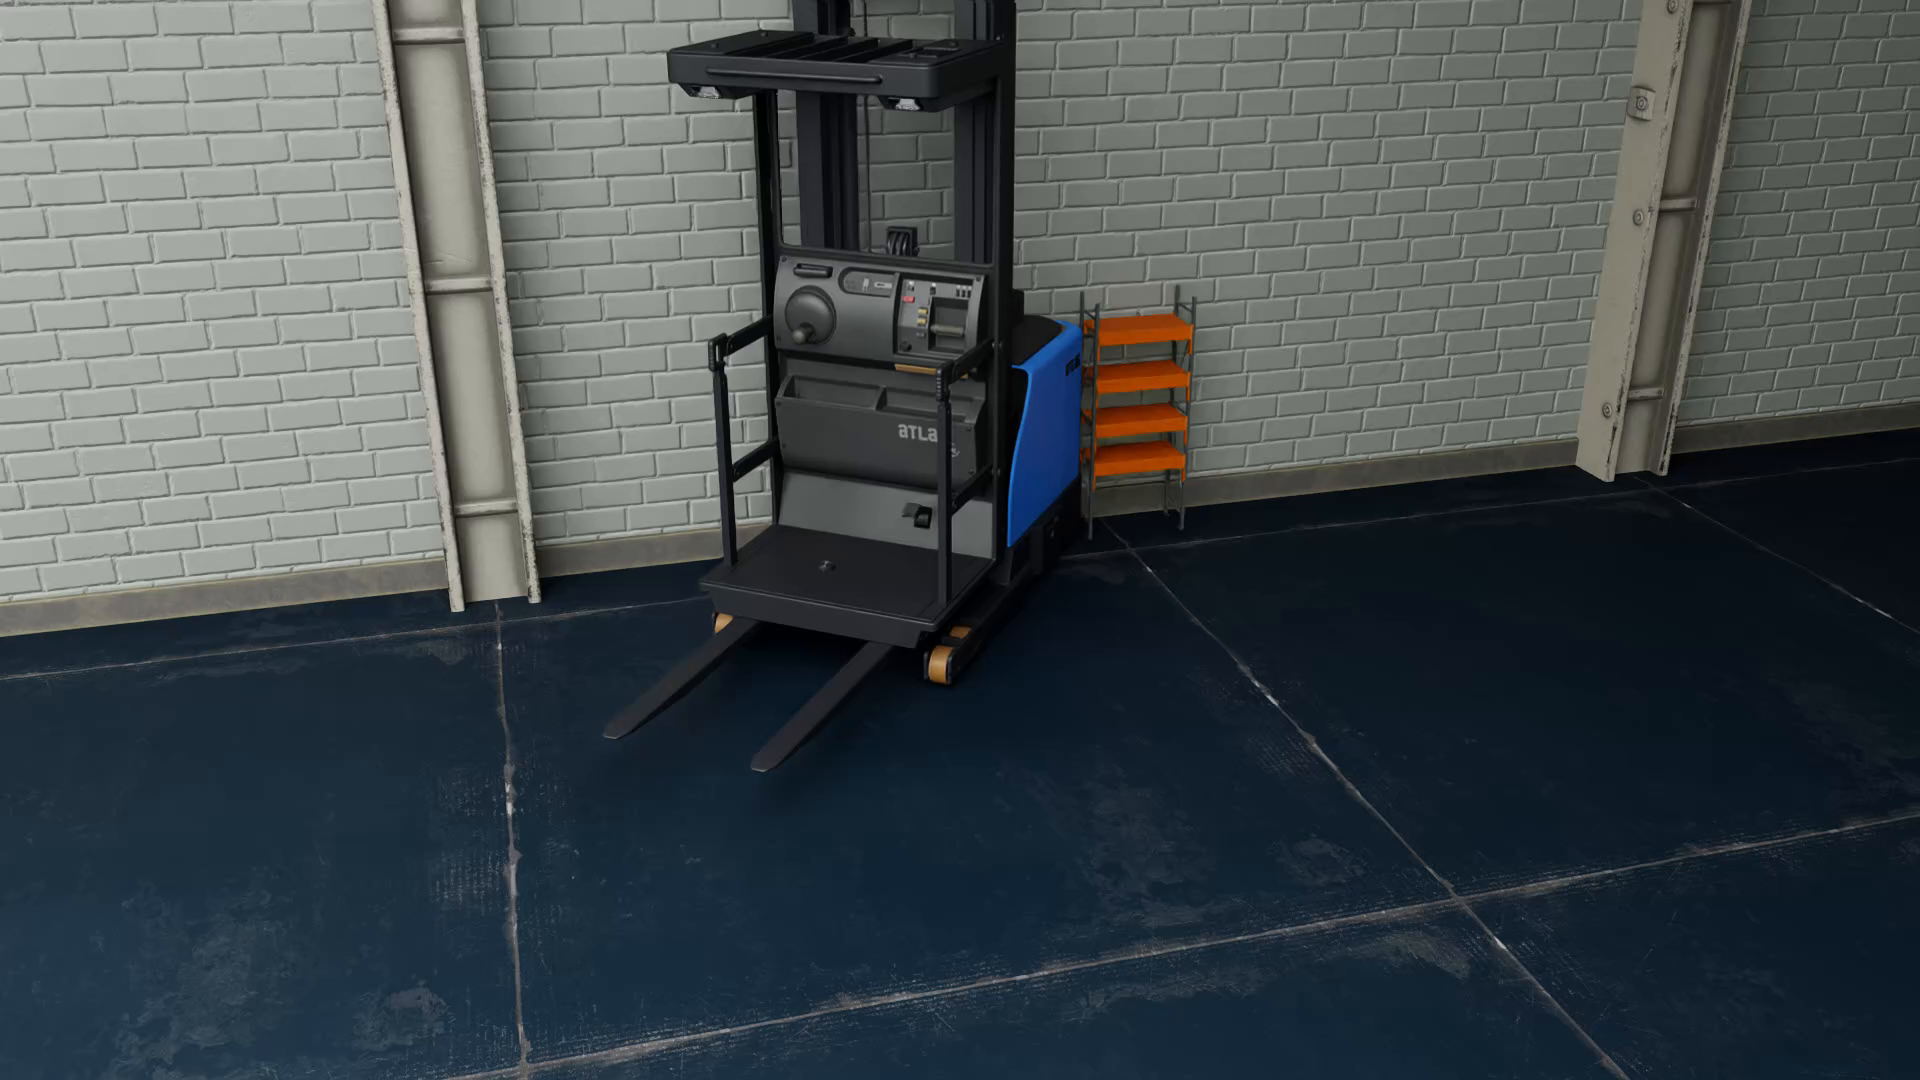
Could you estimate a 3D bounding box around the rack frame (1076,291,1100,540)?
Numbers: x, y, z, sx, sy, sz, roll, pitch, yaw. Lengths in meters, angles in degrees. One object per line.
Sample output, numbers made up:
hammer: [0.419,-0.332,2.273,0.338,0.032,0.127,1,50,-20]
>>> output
rack frame: [0.617,-0.599,8.123,0.015,1.200,0.240,-6,24,-14]

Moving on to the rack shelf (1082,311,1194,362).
rack shelf: [0.853,-0.985,8.026,0.480,0.148,0.258,-6,24,-14]

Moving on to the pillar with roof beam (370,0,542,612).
pillar with roof beam: [-0.978,-2.256,2.094,0.400,9.000,9.100,-6,24,-14]

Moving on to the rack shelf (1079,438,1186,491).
rack shelf: [0.853,-0.379,8.286,0.480,0.148,0.258,-6,24,-14]

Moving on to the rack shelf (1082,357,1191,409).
rack shelf: [0.853,-0.767,8.119,0.480,0.148,0.258,-6,24,-14]

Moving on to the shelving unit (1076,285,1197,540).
shelving unit: [0.853,-0.623,8.181,0.503,1.200,0.258,-6,24,-14]

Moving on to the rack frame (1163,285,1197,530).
rack frame: [1.088,-0.648,8.239,0.015,1.200,0.240,-6,24,-14]

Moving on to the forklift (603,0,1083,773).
forklift: [-0.421,-0.937,6.716,1.130,2.935,3.031,9,25,20]

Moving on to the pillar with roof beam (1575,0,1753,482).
pillar with roof beam: [4.799,-2.895,3.584,0.400,9.000,9.100,-6,24,-14]

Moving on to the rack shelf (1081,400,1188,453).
rack shelf: [0.853,-0.562,8.208,0.480,0.148,0.258,-6,24,-14]
